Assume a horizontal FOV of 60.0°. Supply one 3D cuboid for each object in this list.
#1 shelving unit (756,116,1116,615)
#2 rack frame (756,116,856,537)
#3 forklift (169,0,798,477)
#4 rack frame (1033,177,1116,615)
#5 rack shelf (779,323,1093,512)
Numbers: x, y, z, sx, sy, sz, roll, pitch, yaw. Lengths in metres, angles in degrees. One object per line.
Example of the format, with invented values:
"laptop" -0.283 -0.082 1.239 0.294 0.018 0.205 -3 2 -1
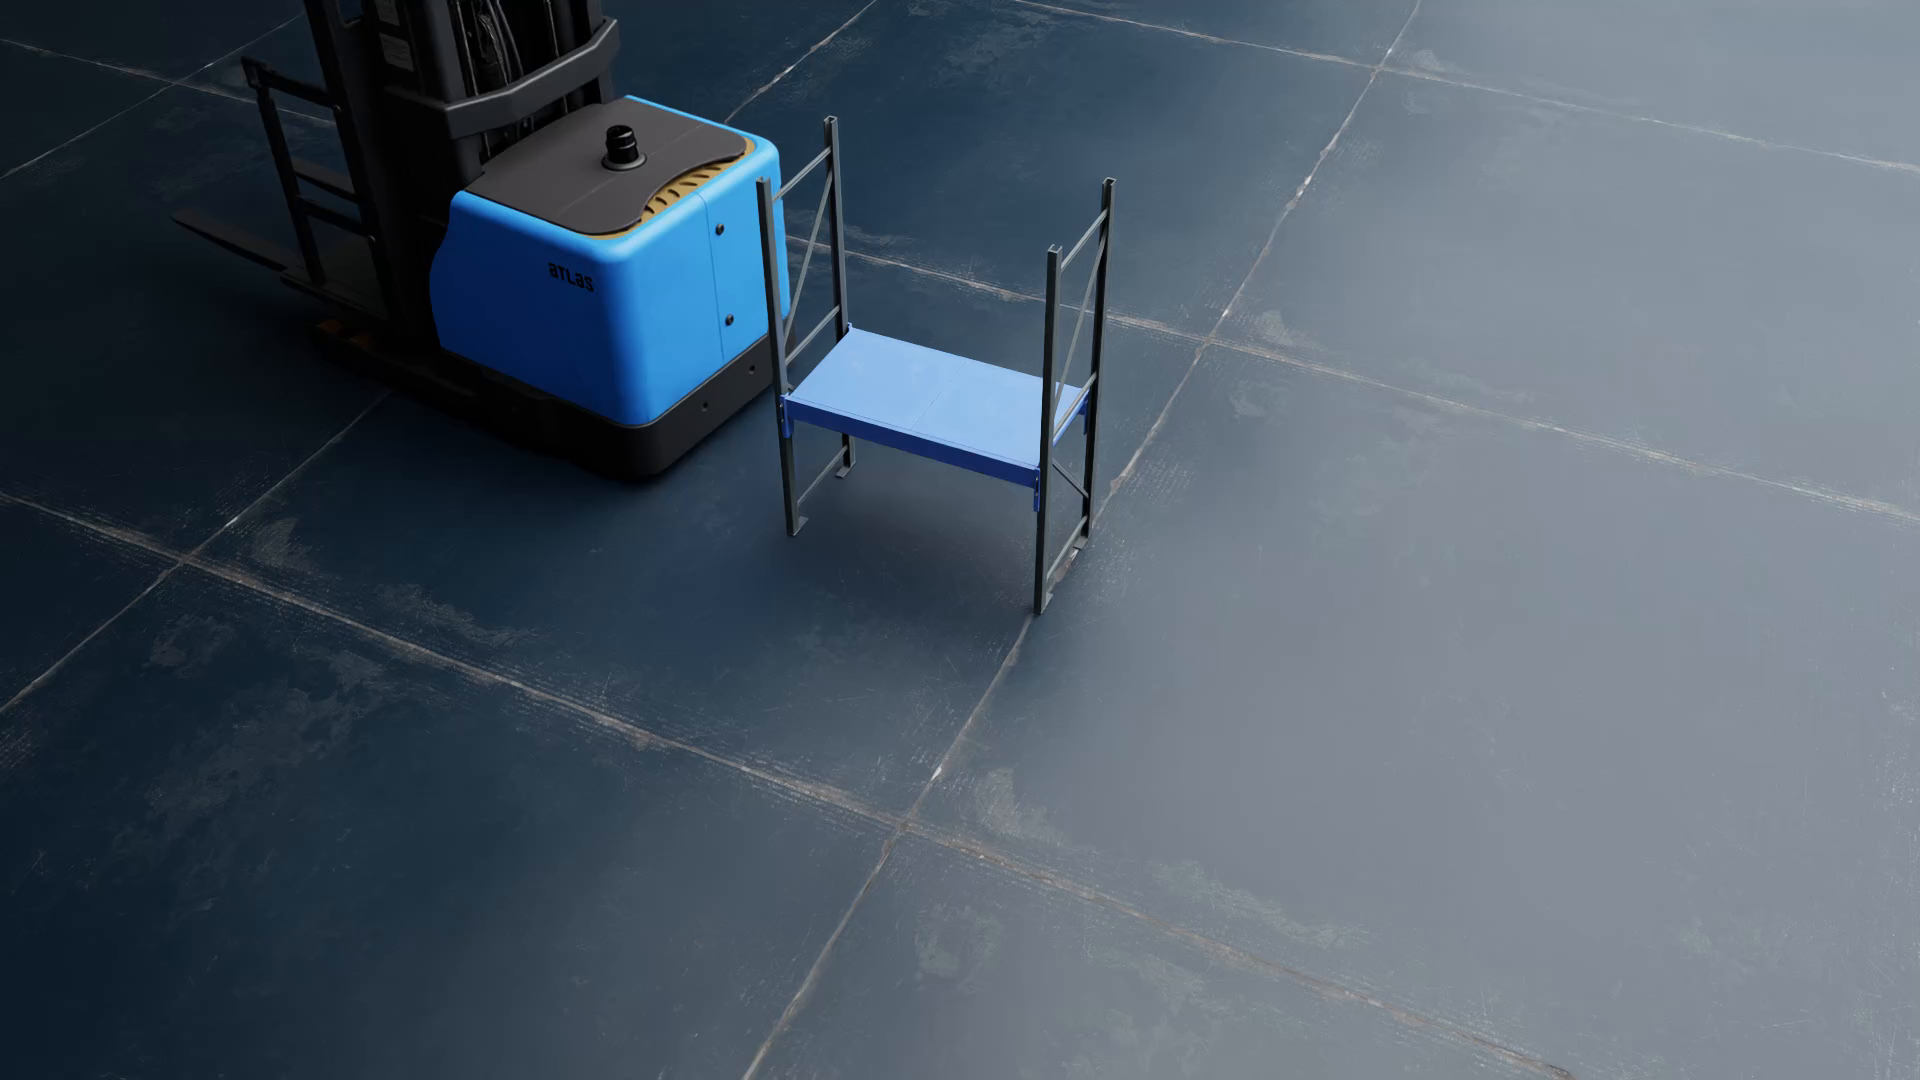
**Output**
"shelving unit" -0.077 -0.590 5.835 1.048 1.500 0.538 17 44 19
"rack frame" -0.538 -0.731 5.998 0.032 1.500 0.500 17 44 19
"forklift" -2.207 -2.095 6.478 3.031 2.935 1.130 23 46 24
"rack frame" 0.383 -0.450 5.673 0.032 1.500 0.500 17 44 19
"rack shelf" -0.077 -0.454 5.953 1.000 0.185 0.538 17 44 19
